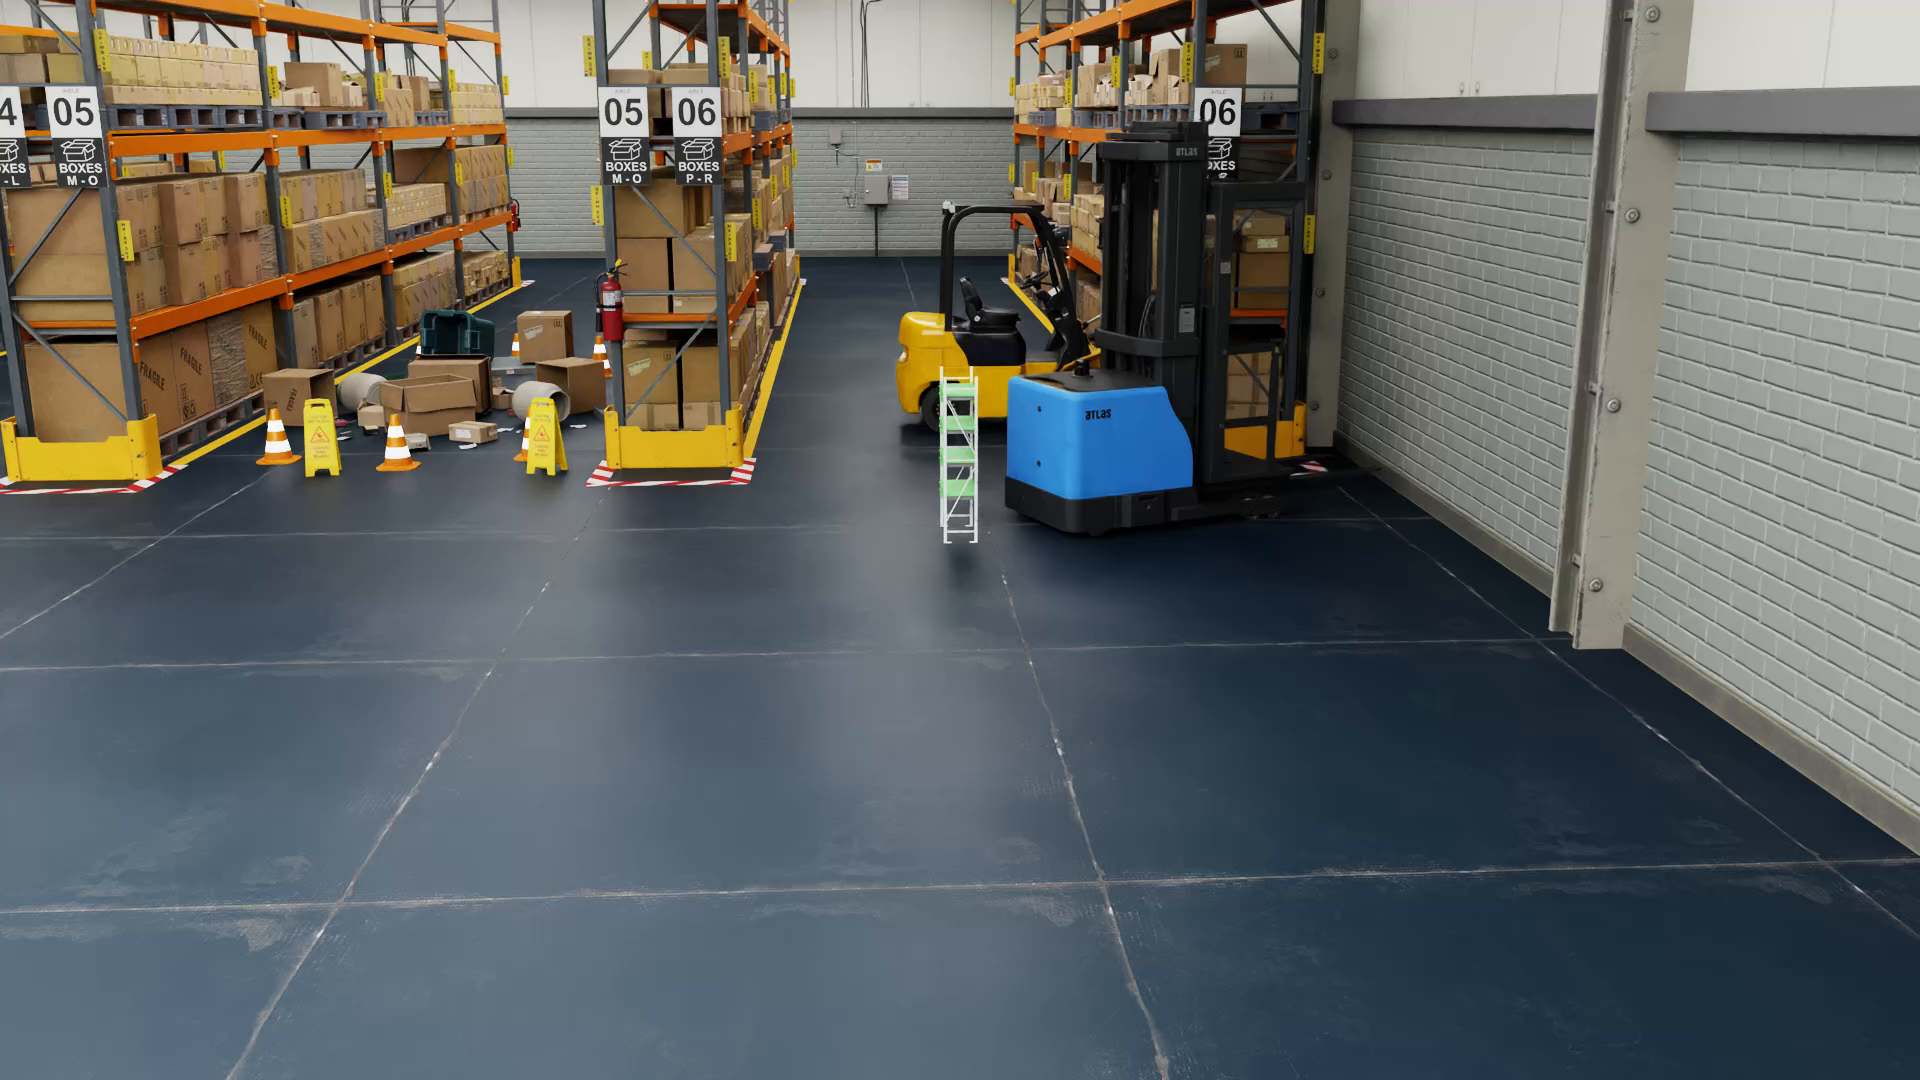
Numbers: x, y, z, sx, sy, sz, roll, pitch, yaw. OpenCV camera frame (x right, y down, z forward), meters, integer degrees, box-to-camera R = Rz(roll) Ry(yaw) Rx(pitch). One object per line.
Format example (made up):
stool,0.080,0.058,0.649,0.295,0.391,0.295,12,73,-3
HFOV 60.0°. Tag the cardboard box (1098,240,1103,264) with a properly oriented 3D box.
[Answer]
cardboard box,1.885,-3.349,19.324,0.500,0.250,0.500,-1,14,-4

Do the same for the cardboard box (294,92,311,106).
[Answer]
cardboard box,-7.501,-4.932,18.615,0.380,0.149,0.250,-1,14,-3

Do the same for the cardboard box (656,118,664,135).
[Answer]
cardboard box,-2.824,-3.647,14.664,0.380,0.149,0.250,0,14,-2

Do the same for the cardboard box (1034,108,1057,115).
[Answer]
cardboard box,1.439,-6.805,26.140,0.500,0.250,0.500,-1,14,-3

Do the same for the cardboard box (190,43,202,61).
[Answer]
cardboard box,-7.239,-4.502,15.343,0.380,0.149,0.250,-1,14,-3

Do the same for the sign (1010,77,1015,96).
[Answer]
sign,0.929,-8.027,29.432,0.100,0.325,0.005,-1,14,-3

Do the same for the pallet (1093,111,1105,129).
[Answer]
pallet,2.170,-5.086,20.133,1.003,0.211,1.213,0,14,-1

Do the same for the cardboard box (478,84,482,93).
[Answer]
cardboard box,-8.056,-7.399,27.241,0.380,0.149,0.250,-1,14,-2

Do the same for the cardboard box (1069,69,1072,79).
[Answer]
cardboard box,1.855,-6.952,25.040,0.396,0.266,0.258,-1,14,-3

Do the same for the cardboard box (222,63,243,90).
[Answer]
cardboard box,-7.356,-4.528,16.246,0.500,0.250,0.500,-1,14,-4

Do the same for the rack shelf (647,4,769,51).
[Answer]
rack shelf,-2.864,-5.959,19.372,1.077,0.370,4.000,-1,14,-3

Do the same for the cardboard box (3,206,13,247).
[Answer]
cardboard box,-12.637,-4.113,21.792,0.500,0.500,0.500,0,14,-2

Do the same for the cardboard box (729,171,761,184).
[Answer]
cardboard box,-2.605,-4.400,20.166,0.380,0.149,0.250,-2,15,-6

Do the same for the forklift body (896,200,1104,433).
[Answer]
forklift body,0.524,-2.213,16.311,2.313,2.155,1.214,-1,14,-3

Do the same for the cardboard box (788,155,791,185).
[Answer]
cardboard box,-3.127,-6.246,28.076,0.500,0.500,0.500,-1,14,-4

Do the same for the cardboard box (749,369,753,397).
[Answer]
cardboard box,-2.365,-1.568,16.776,0.500,0.250,0.500,-1,14,-3

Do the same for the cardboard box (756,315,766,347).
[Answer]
cardboard box,-2.867,-2.511,20.196,0.950,0.372,0.625,0,14,-2

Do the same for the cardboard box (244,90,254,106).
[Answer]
cardboard box,-7.316,-4.431,16.669,0.380,0.149,0.250,-1,14,-3

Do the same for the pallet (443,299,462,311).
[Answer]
pallet,-8.120,-3.442,24.980,1.003,0.211,1.213,-1,14,-3

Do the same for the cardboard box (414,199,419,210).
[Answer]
cardboard box,-7.853,-4.728,23.445,0.380,0.149,0.250,0,14,-1

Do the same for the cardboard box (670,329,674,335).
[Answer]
cardboard box,-2.904,-2.000,15.649,0.380,0.149,0.250,-1,14,-3

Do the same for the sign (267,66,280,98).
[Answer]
sign,-7.120,-4.747,17.239,0.100,0.325,0.005,-1,14,-3

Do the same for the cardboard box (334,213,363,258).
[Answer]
cardboard box,-7.565,-3.683,20.121,0.500,0.500,0.500,-1,14,-4

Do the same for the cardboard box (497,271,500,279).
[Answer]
cardboard box,-8.129,-4.546,28.555,0.380,0.149,0.250,-1,14,-4

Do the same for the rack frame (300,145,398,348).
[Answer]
rack frame,-7.922,-3.991,21.519,1.000,3.000,0.127,-1,14,-3

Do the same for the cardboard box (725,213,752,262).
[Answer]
cardboard box,-2.464,-3.184,17.583,0.500,0.500,0.500,-1,14,-5

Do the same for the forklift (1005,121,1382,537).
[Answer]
forklift,1.895,-1.680,12.674,3.031,2.935,1.130,-7,16,-26

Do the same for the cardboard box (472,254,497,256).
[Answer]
cardboard box,-8.078,-4.773,28.241,0.380,0.149,0.250,-1,15,-6

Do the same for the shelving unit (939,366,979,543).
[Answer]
shelving unit,-0.010,-0.622,12.037,0.258,1.200,0.503,-1,14,-3

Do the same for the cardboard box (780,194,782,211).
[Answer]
cardboard box,-2.927,-5.027,24.842,0.500,0.250,0.500,-1,14,-2

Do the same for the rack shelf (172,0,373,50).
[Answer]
rack shelf,-7.798,-5.857,18.977,1.077,0.370,4.000,-1,14,-3

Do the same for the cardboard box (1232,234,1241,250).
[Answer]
cardboard box,2.621,-2.692,14.967,0.380,0.149,0.250,-1,14,-3

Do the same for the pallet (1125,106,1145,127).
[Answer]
pallet,2.293,-4.374,17.163,1.003,0.211,1.213,-1,14,-3

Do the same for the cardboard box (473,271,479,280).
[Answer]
cardboard box,-8.036,-4.305,27.021,0.380,0.149,0.250,0,14,-1

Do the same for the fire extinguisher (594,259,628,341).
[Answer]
fire extinguisher,-2.945,-2.030,14.052,0.296,0.674,0.183,-1,14,-3

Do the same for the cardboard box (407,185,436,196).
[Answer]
cardboard box,-7.918,-5.128,24.404,0.380,0.149,0.250,-1,14,-5

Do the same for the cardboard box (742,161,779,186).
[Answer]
cardboard box,-2.906,-5.258,24.235,0.500,0.500,0.500,0,14,-2

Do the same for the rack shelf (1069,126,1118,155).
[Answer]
rack shelf,2.090,-4.777,19.997,1.077,0.370,4.000,-1,14,-3

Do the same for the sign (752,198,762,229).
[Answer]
sign,-2.199,-3.527,17.979,0.100,0.325,0.005,-1,14,-3

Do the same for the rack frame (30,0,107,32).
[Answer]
rack frame,-13.126,-7.840,24.438,1.000,3.000,0.127,-1,14,-3

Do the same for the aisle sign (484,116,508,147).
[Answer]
aisle sign,-8.122,-7.263,29.016,0.394,0.787,0.004,-1,14,-3

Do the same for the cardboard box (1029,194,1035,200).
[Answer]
cardboard box,1.398,-5.484,27.024,0.500,0.250,0.500,-1,14,-3

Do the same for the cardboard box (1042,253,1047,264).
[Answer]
cardboard box,1.475,-4.379,25.897,0.380,0.149,0.250,0,14,-1

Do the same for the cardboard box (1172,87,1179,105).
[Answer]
cardboard box,2.108,-3.965,14.857,0.380,0.149,0.250,-1,14,-5

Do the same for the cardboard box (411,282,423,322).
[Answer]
cardboard box,-7.746,-3.289,22.963,0.500,0.500,0.500,-1,14,-3

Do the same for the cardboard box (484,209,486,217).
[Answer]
cardboard box,-8.123,-5.461,27.734,0.380,0.149,0.250,-1,15,-6

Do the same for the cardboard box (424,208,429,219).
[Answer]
cardboard box,-7.879,-4.714,23.989,0.380,0.149,0.250,-2,15,-6

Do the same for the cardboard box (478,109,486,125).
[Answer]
cardboard box,-8.016,-6.869,26.987,0.500,0.250,0.500,0,14,-1

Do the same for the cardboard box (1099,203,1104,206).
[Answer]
cardboard box,1.863,-3.937,19.805,0.380,0.149,0.250,-1,14,-3

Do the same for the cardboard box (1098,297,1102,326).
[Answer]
cardboard box,2.130,-2.551,19.846,0.875,0.625,0.625,-1,14,-4

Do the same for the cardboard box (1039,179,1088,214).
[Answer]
cardboard box,1.557,-5.164,25.035,0.700,0.500,0.500,-1,14,-3

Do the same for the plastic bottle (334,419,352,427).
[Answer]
plastic bottle,-6.142,-1.147,16.363,0.283,0.061,0.133,-6,16,-23

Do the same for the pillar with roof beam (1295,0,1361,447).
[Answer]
pillar with roof beam,-0.978,-5.207,14.203,9.100,9.000,0.400,-1,14,-3

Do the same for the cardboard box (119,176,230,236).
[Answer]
cardboard box,-7.639,-3.228,16.085,0.875,0.550,0.550,-1,14,-3

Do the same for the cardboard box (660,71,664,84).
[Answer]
cardboard box,-2.784,-4.092,14.793,0.380,0.149,0.250,-1,14,-3
